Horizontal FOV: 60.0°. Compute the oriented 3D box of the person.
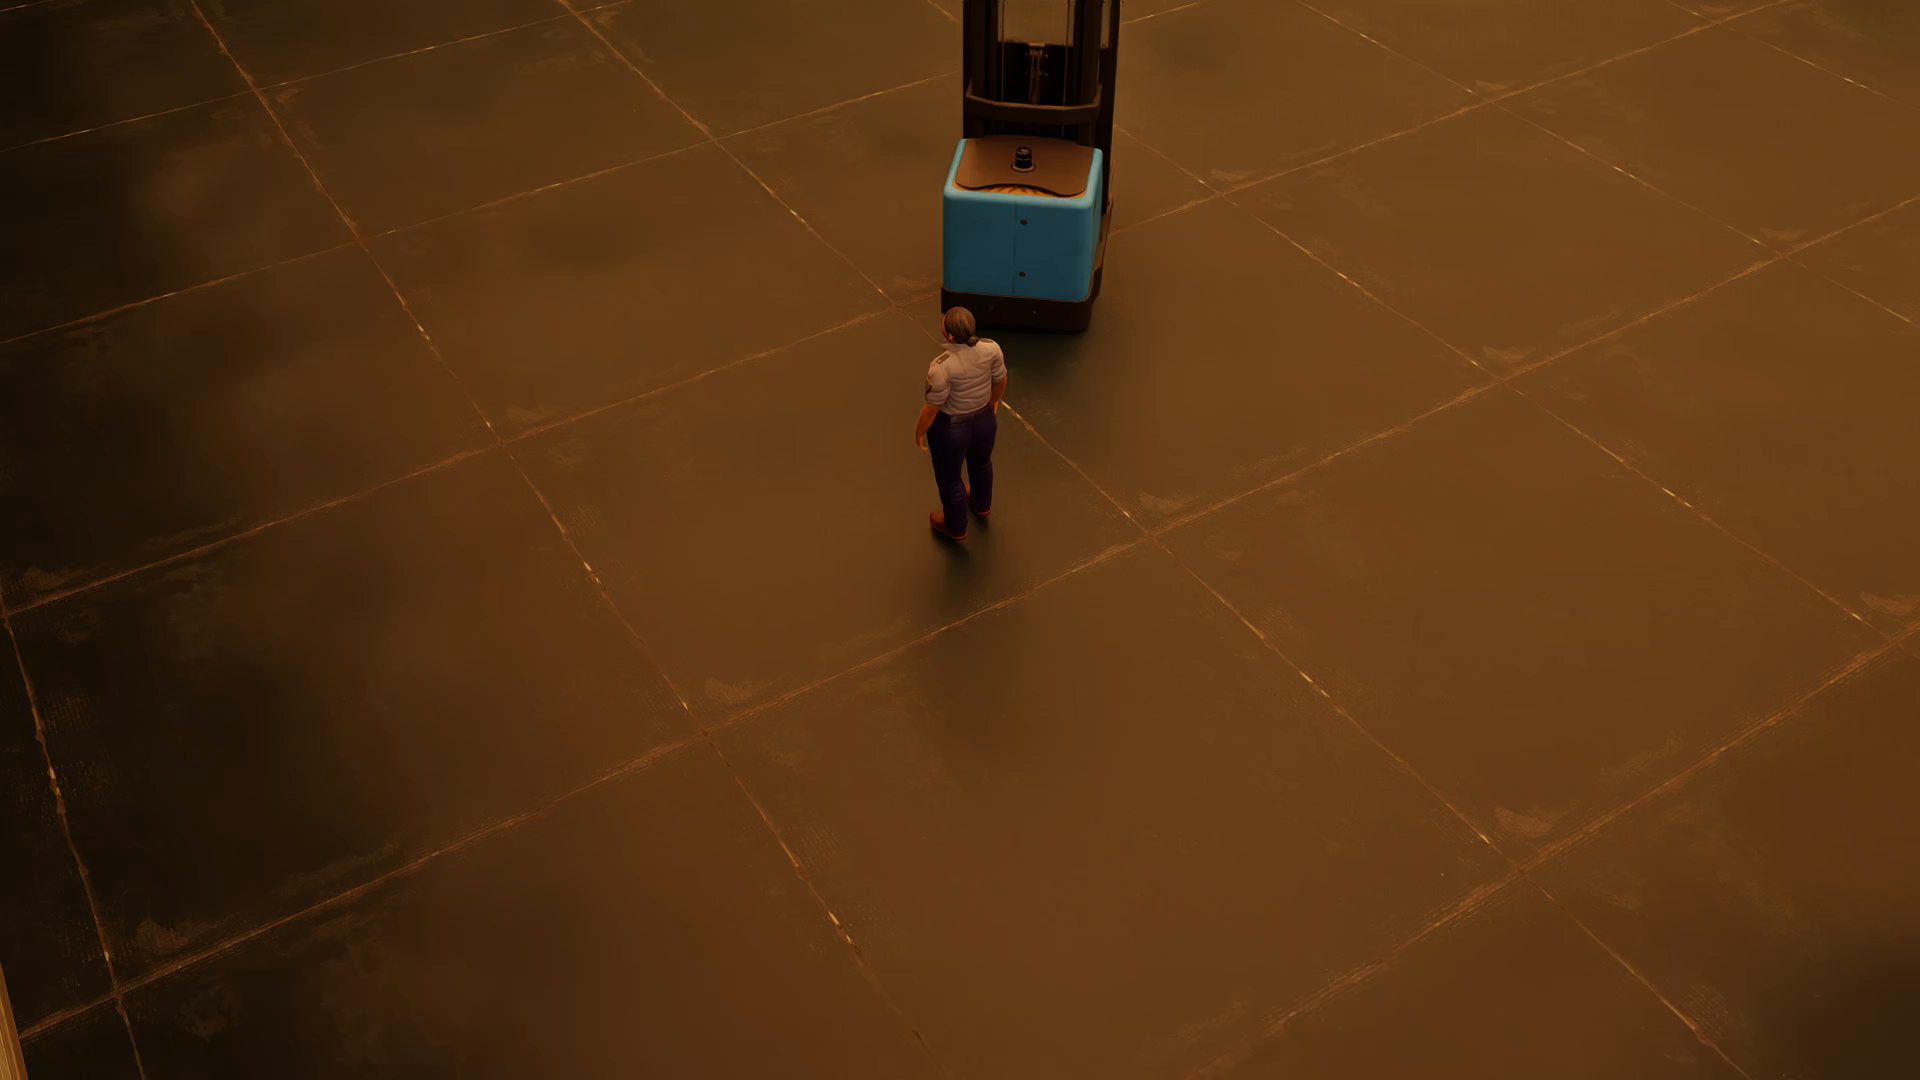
[{"bbox_3d":[-0.029,-0.714,9.590,0.598,1.651,0.503,-23,46,-24],"label":"person"}]

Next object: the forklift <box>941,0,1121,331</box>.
[{"bbox_3d":[0.601,-3.543,11.925,1.130,2.935,3.031,6,41,7],"label":"forklift"}]
